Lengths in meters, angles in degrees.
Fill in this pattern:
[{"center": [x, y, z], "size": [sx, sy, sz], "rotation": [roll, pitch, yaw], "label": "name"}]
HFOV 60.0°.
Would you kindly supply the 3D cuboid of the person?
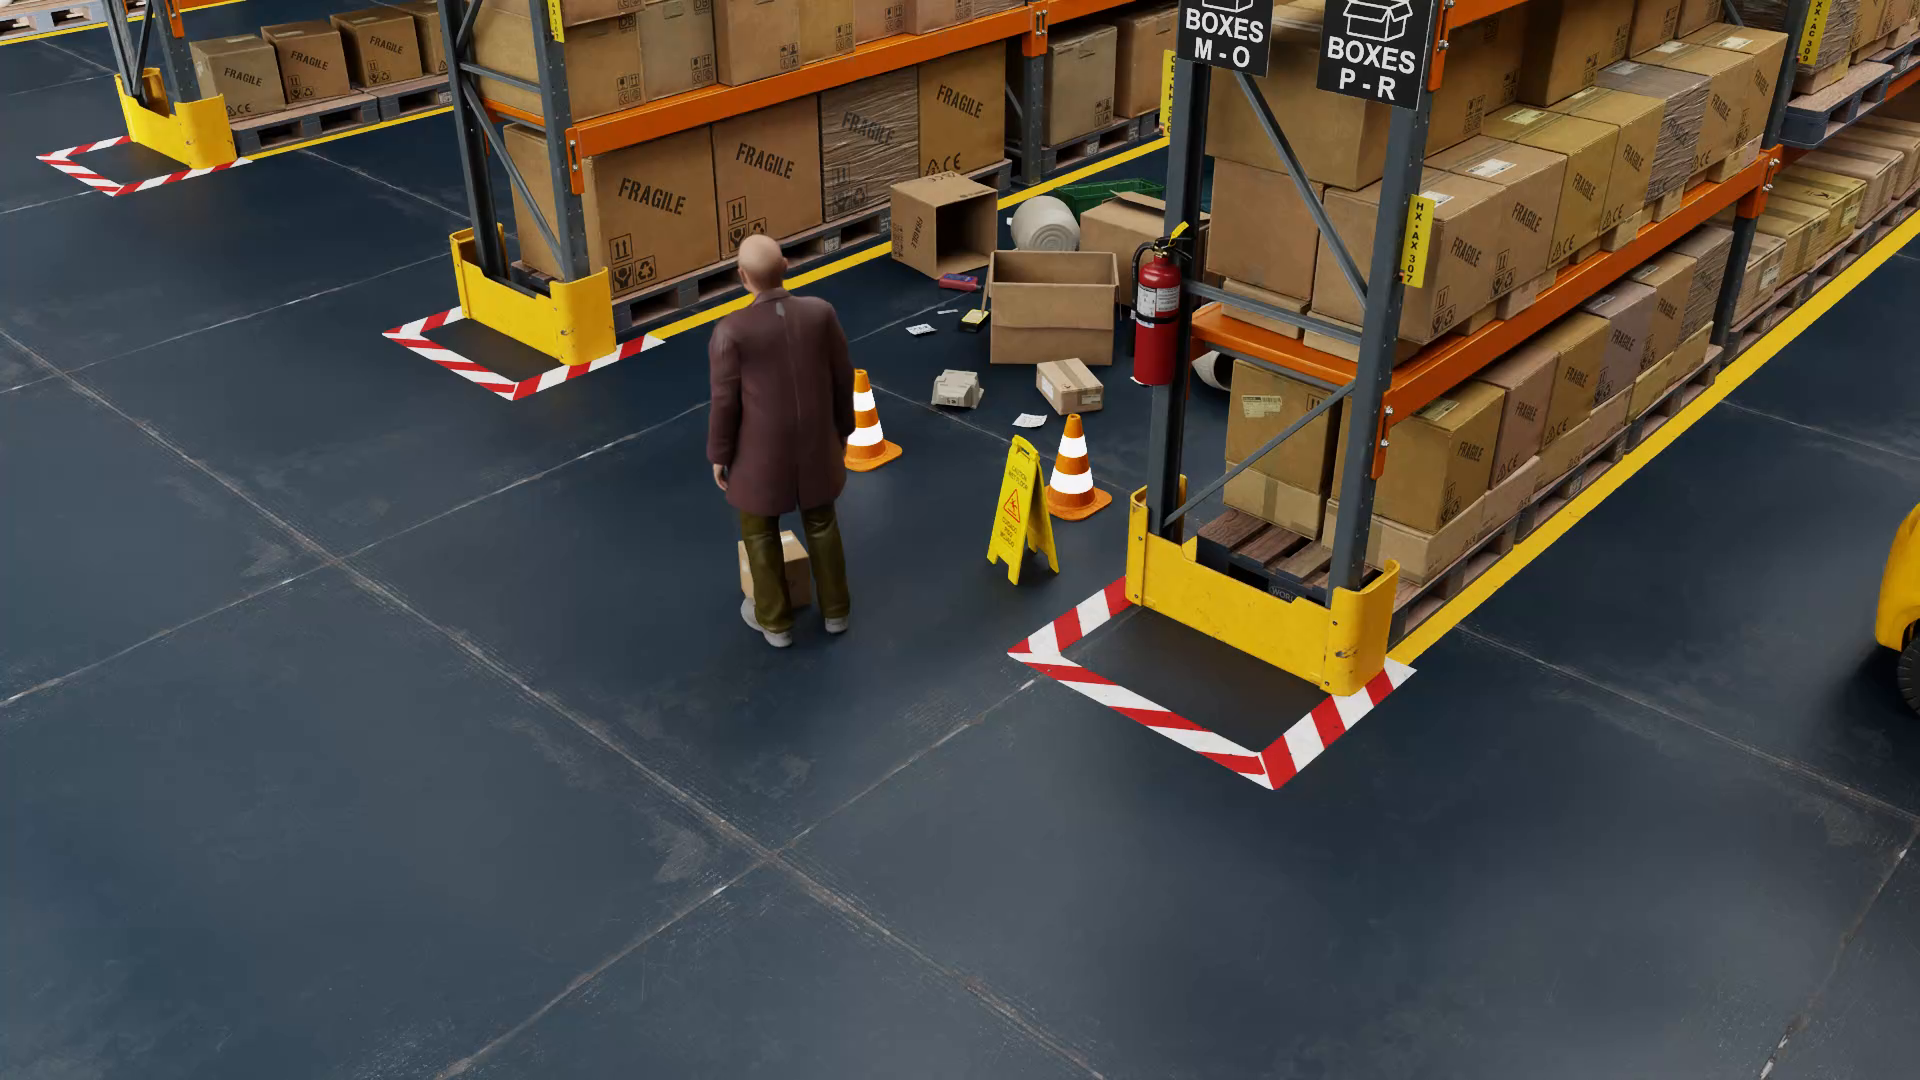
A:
[{"center": [-0.725, -0.391, 6.801], "size": [0.650, 1.774, 0.418], "rotation": [-12, 33, -20], "label": "person"}]
